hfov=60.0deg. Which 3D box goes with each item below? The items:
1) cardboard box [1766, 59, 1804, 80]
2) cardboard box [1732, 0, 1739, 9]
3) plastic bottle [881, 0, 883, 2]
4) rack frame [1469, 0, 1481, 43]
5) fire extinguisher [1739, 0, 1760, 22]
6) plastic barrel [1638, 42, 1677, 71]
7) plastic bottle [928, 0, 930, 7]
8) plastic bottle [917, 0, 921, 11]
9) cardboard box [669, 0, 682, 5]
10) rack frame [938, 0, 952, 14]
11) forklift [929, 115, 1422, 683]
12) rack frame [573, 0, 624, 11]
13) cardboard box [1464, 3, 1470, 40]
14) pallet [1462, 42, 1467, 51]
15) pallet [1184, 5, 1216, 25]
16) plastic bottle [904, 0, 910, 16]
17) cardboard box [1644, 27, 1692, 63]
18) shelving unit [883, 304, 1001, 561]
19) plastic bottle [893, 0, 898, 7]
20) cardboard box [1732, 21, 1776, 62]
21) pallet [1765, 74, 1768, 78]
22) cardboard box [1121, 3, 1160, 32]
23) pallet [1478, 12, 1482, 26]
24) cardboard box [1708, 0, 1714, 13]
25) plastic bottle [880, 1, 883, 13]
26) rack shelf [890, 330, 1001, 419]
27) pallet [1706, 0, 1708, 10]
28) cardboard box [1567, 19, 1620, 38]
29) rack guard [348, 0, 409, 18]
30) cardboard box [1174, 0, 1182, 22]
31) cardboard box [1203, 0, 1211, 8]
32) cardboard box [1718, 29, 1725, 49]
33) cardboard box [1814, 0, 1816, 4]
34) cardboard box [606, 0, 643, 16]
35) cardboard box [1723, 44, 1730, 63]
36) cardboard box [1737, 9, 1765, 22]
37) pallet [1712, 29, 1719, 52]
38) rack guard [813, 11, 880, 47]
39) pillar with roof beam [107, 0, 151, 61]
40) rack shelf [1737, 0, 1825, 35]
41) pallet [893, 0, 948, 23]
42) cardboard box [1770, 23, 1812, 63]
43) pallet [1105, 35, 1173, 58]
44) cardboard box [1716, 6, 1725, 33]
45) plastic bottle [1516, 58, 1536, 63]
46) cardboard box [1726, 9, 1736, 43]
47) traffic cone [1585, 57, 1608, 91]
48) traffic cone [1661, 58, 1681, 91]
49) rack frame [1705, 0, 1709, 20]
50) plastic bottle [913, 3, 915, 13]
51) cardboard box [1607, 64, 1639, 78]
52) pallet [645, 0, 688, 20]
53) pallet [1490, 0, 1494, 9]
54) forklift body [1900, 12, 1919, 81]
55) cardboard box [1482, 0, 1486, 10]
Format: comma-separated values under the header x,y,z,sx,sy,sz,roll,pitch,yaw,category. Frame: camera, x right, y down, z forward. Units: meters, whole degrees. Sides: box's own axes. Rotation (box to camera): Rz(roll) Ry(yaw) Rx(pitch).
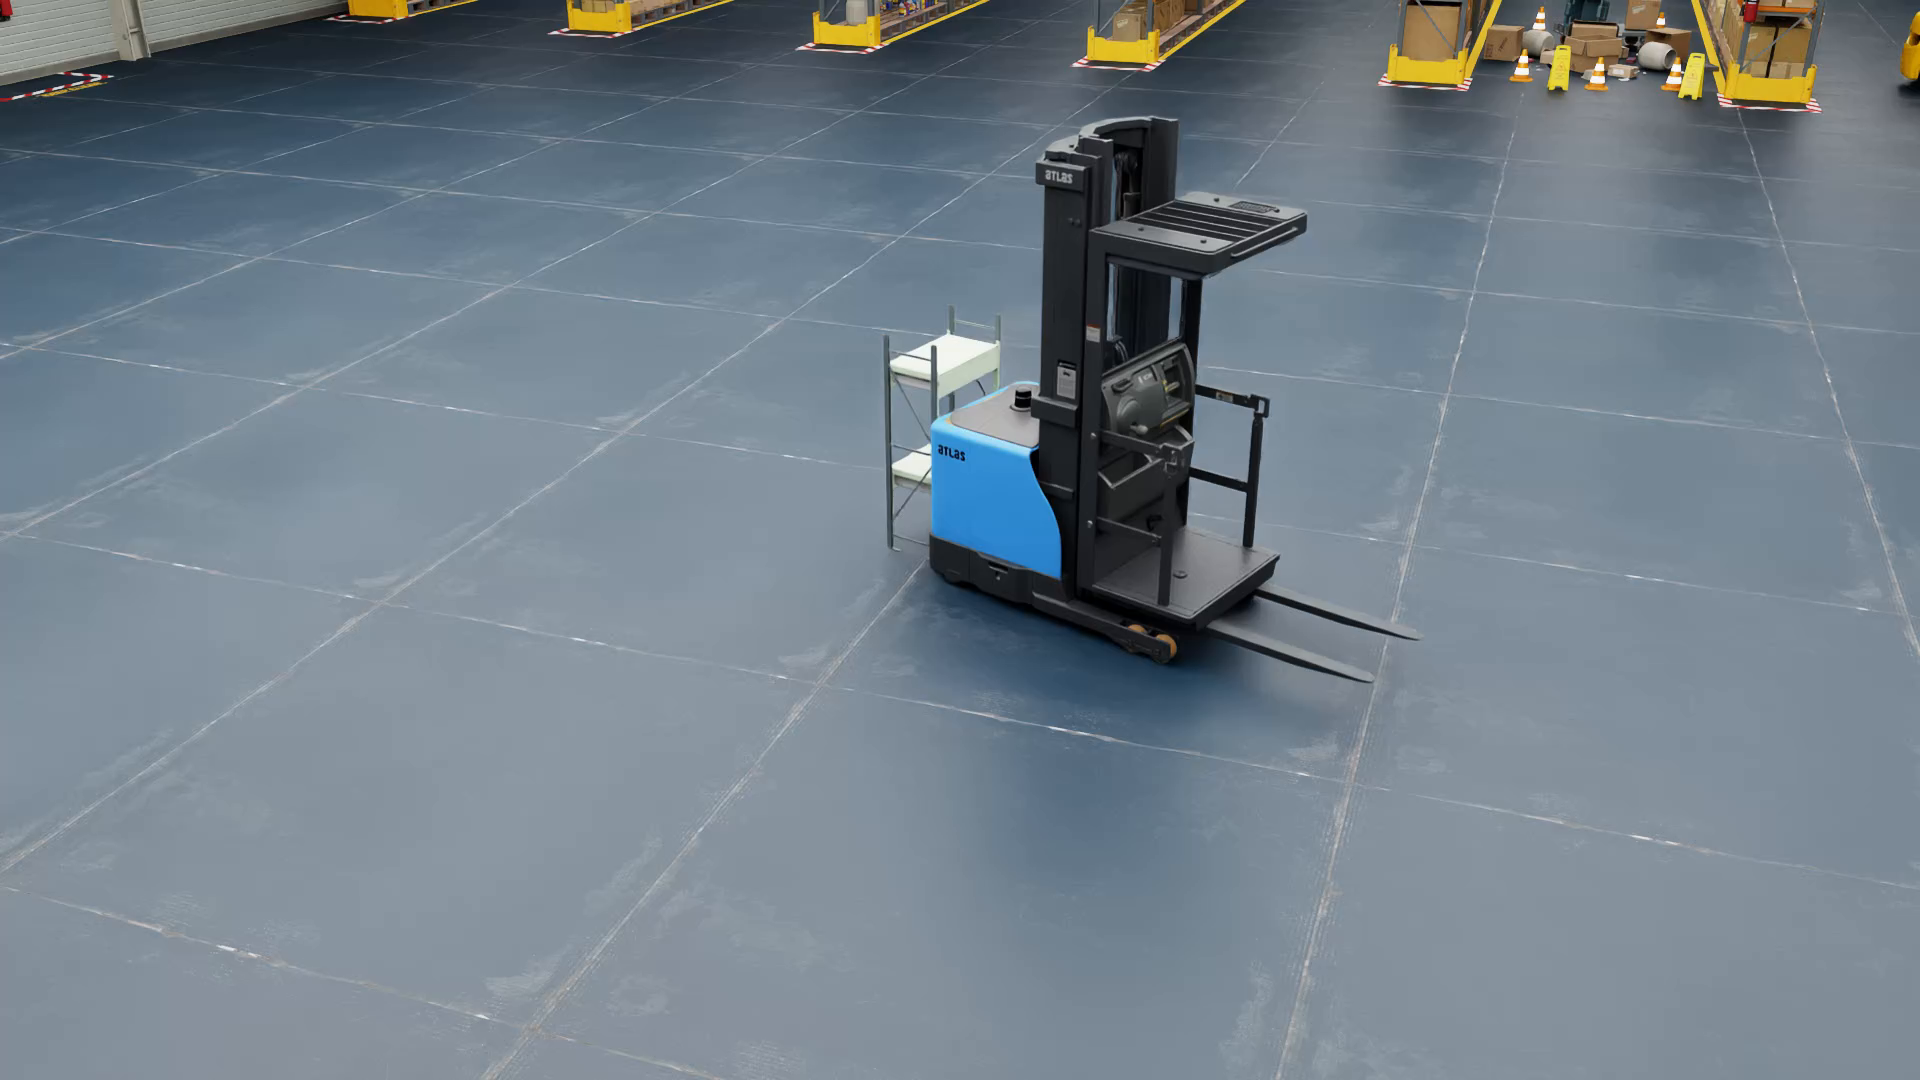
x,y,z,sx,sy,sz,roll,pitch,yaw,category
12.573,-7.171,25.292,0.500,0.250,0.500,9,27,17,cardboard box
12.569,-8.584,26.606,0.380,0.149,0.250,10,28,20,cardboard box
-1.506,-10.209,31.428,0.144,0.351,0.185,9,27,17,plastic bottle
8.673,-10.248,28.974,1.000,3.000,0.127,9,27,17,rack frame
11.571,-7.913,24.240,0.296,0.674,0.183,9,27,17,fire extinguisher
11.303,-7.837,26.950,0.421,0.421,0.512,-14,29,-27,plastic barrel
-0.648,-10.348,31.714,0.144,0.351,0.185,7,27,15,plastic bottle
-0.813,-10.115,31.320,0.152,0.276,0.135,9,27,18,plastic bottle
-5.753,-10.559,32.289,0.500,0.250,0.500,9,27,17,cardboard box
-0.641,-11.727,32.029,1.000,3.000,0.127,9,27,17,rack frame
1.275,-0.859,9.660,3.031,2.935,1.130,19,32,34,forklift
-6.642,-10.803,30.120,1.000,3.000,0.127,9,27,17,rack frame
8.101,-8.861,28.066,0.875,0.875,0.875,9,27,18,cardboard box
7.942,-8.189,27.921,1.003,0.211,1.213,9,27,17,pallet
4.287,-10.074,31.814,1.003,0.211,1.213,9,27,17,pallet
-0.983,-9.849,30.762,0.061,0.283,0.133,9,27,18,plastic bottle
11.735,-8.205,27.619,0.500,0.500,0.500,-14,29,-27,cardboard box
-0.109,-0.708,10.991,0.431,1.500,0.755,16,30,30,shelving unit
-1.236,-10.348,31.807,0.097,0.271,0.097,0,26,0,plastic bottle
12.064,-7.584,25.284,0.500,0.500,0.500,9,27,18,cardboard box
12.372,-7.033,25.533,1.003,0.211,1.213,9,27,17,pallet
3.088,-8.934,28.646,0.500,0.500,0.500,17,30,31,cardboard box
9.263,-9.824,31.298,1.003,0.211,1.213,9,27,17,pallet
14.508,-9.991,30.977,0.950,0.372,0.625,7,27,14,cardboard box
-1.495,-9.986,31.140,0.097,0.201,0.097,0,26,0,plastic bottle
-0.109,-1.059,10.821,0.431,0.370,0.720,16,30,30,rack shelf
15.039,-10.274,32.226,1.003,0.211,1.213,9,27,17,pallet
10.544,-8.340,27.742,0.797,0.637,0.503,9,27,17,cardboard box
-11.290,-10.426,32.210,1.175,0.500,0.348,9,27,17,rack guard
3.675,-9.678,30.182,0.500,0.500,0.500,19,32,34,cardboard box
4.430,-10.524,31.908,0.700,0.500,0.500,9,27,17,cardboard box
12.923,-8.320,27.665,0.500,0.250,0.500,7,27,15,cardboard box
12.587,-8.128,24.882,0.380,0.149,0.250,8,27,16,cardboard box
-6.254,-9.943,31.017,0.500,0.250,0.500,9,27,17,cardboard box
12.407,-7.678,26.339,0.500,0.250,0.500,8,27,16,cardboard box
12.123,-8.036,25.475,0.380,0.149,0.250,10,27,19,cardboard box
13.632,-8.637,28.846,1.003,0.211,1.213,9,27,17,pallet
-1.992,-8.996,29.257,1.175,0.500,0.348,9,27,17,rack guard
-9.835,-11.543,24.765,9.100,9.000,0.400,9,27,17,pillar with roof beam
12.709,-8.426,26.036,1.077,0.370,4.000,9,27,17,rack shelf
-0.904,-10.202,32.079,1.003,0.211,1.213,9,27,17,pallet
12.580,-7.518,25.148,0.500,0.500,0.500,8,27,16,cardboard box
3.027,-8.470,28.501,1.003,0.211,1.213,9,27,17,pallet
13.783,-9.090,29.115,0.950,0.372,0.625,11,28,21,cardboard box
9.416,-7.979,27.660,0.283,0.061,0.133,0,26,-1,plastic bottle
12.582,-8.223,26.604,0.500,0.500,0.500,10,28,20,cardboard box
9.810,-7.171,25.530,0.336,0.463,0.334,9,27,17,traffic cone
10.970,-7.150,25.486,0.336,0.463,0.334,9,27,17,traffic cone
14.706,-11.216,30.972,1.000,3.000,0.127,9,27,17,rack frame
-0.895,-9.944,31.053,0.097,0.201,0.097,0,26,0,plastic bottle
10.574,-7.476,26.520,0.250,0.149,0.380,-20,33,-36,cardboard box
-6.020,-10.368,32.422,1.003,0.211,1.213,9,27,17,pallet
10.265,-10.958,33.639,1.003,0.211,1.213,9,27,17,pallet
15.636,-7.871,25.039,2.313,2.155,1.214,9,27,17,forklift body
9.429,-10.471,31.535,1.050,0.750,0.750,9,27,18,cardboard box
